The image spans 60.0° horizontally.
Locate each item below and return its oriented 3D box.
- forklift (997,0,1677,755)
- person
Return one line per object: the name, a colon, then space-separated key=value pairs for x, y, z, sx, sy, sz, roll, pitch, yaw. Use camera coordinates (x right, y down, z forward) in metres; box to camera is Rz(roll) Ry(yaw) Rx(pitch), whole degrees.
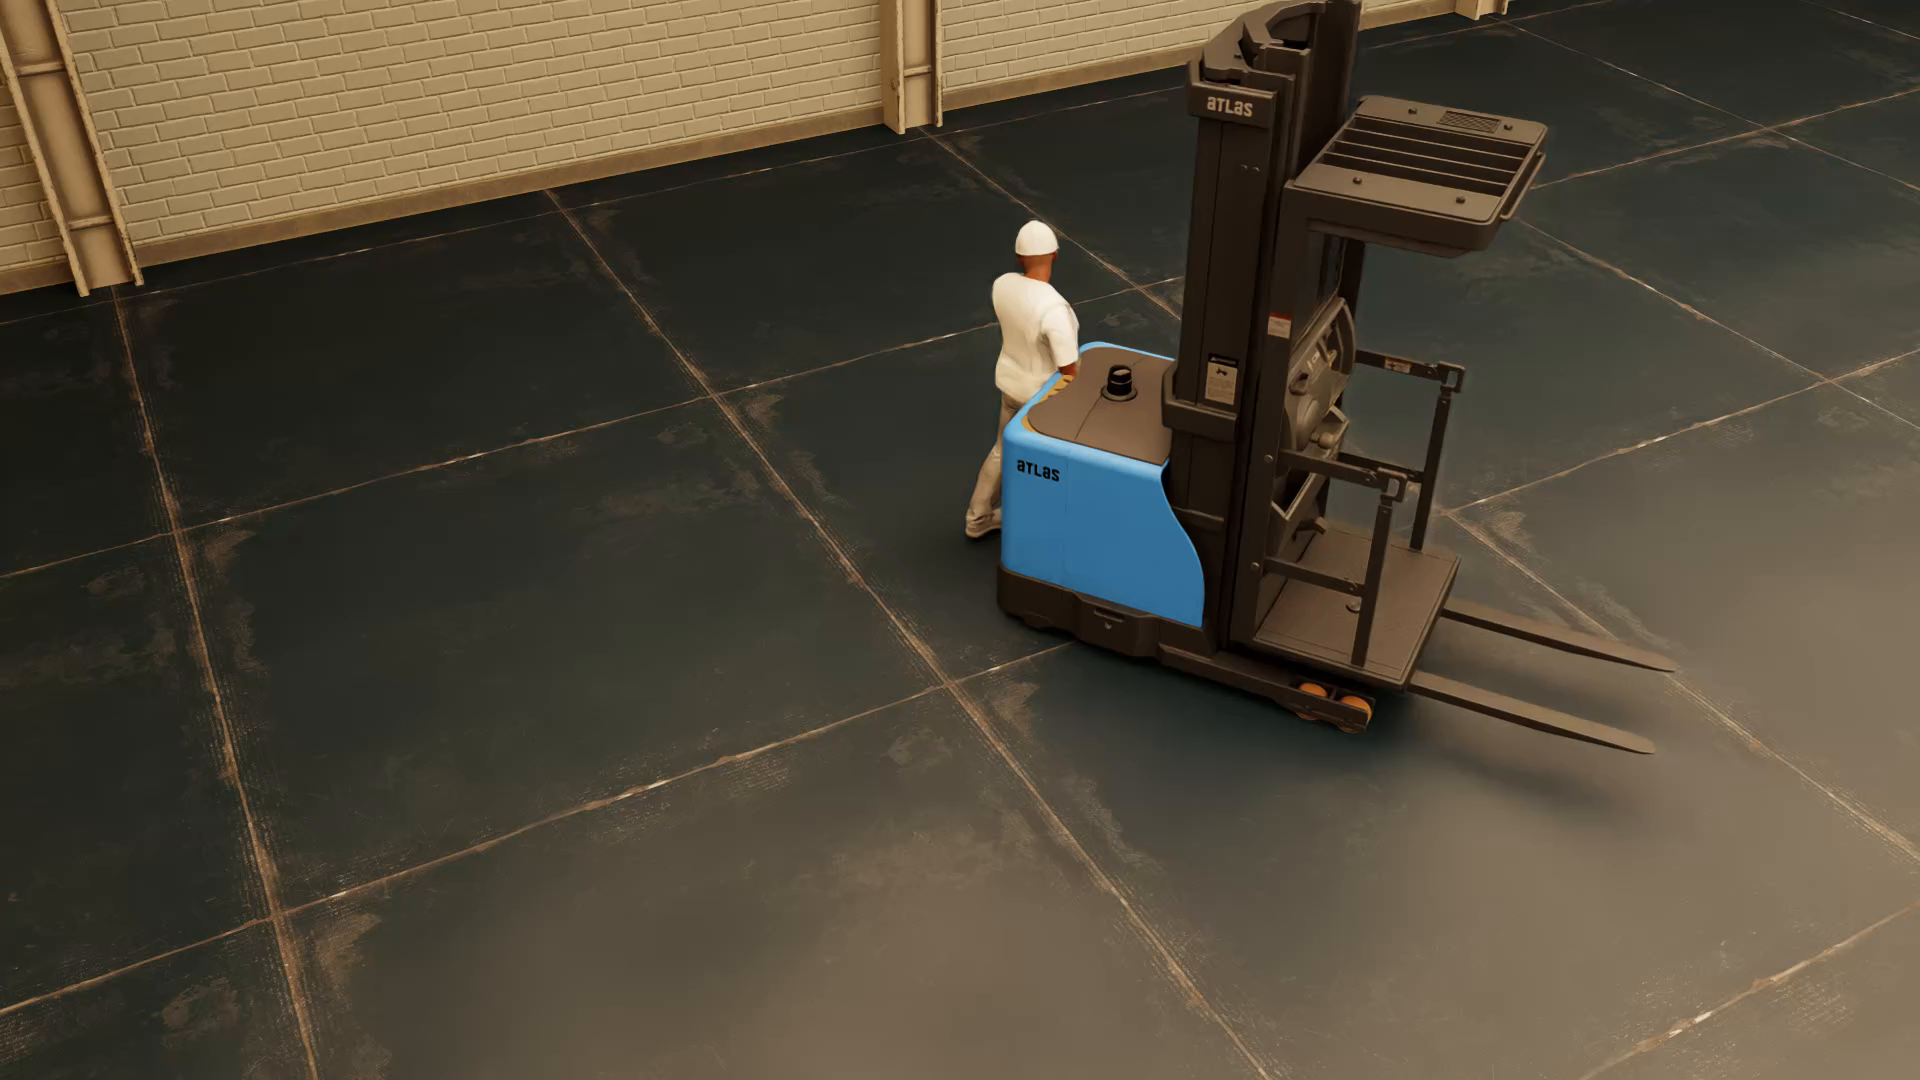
forklift: x=1.730 y=-0.684 z=7.091 sx=3.031 sy=2.935 sz=1.130 roll=17 pitch=38 yaw=22
person: x=0.467 y=-0.777 z=8.304 sx=0.864 sy=1.721 sz=0.728 roll=-26 pitch=43 yaw=-32
